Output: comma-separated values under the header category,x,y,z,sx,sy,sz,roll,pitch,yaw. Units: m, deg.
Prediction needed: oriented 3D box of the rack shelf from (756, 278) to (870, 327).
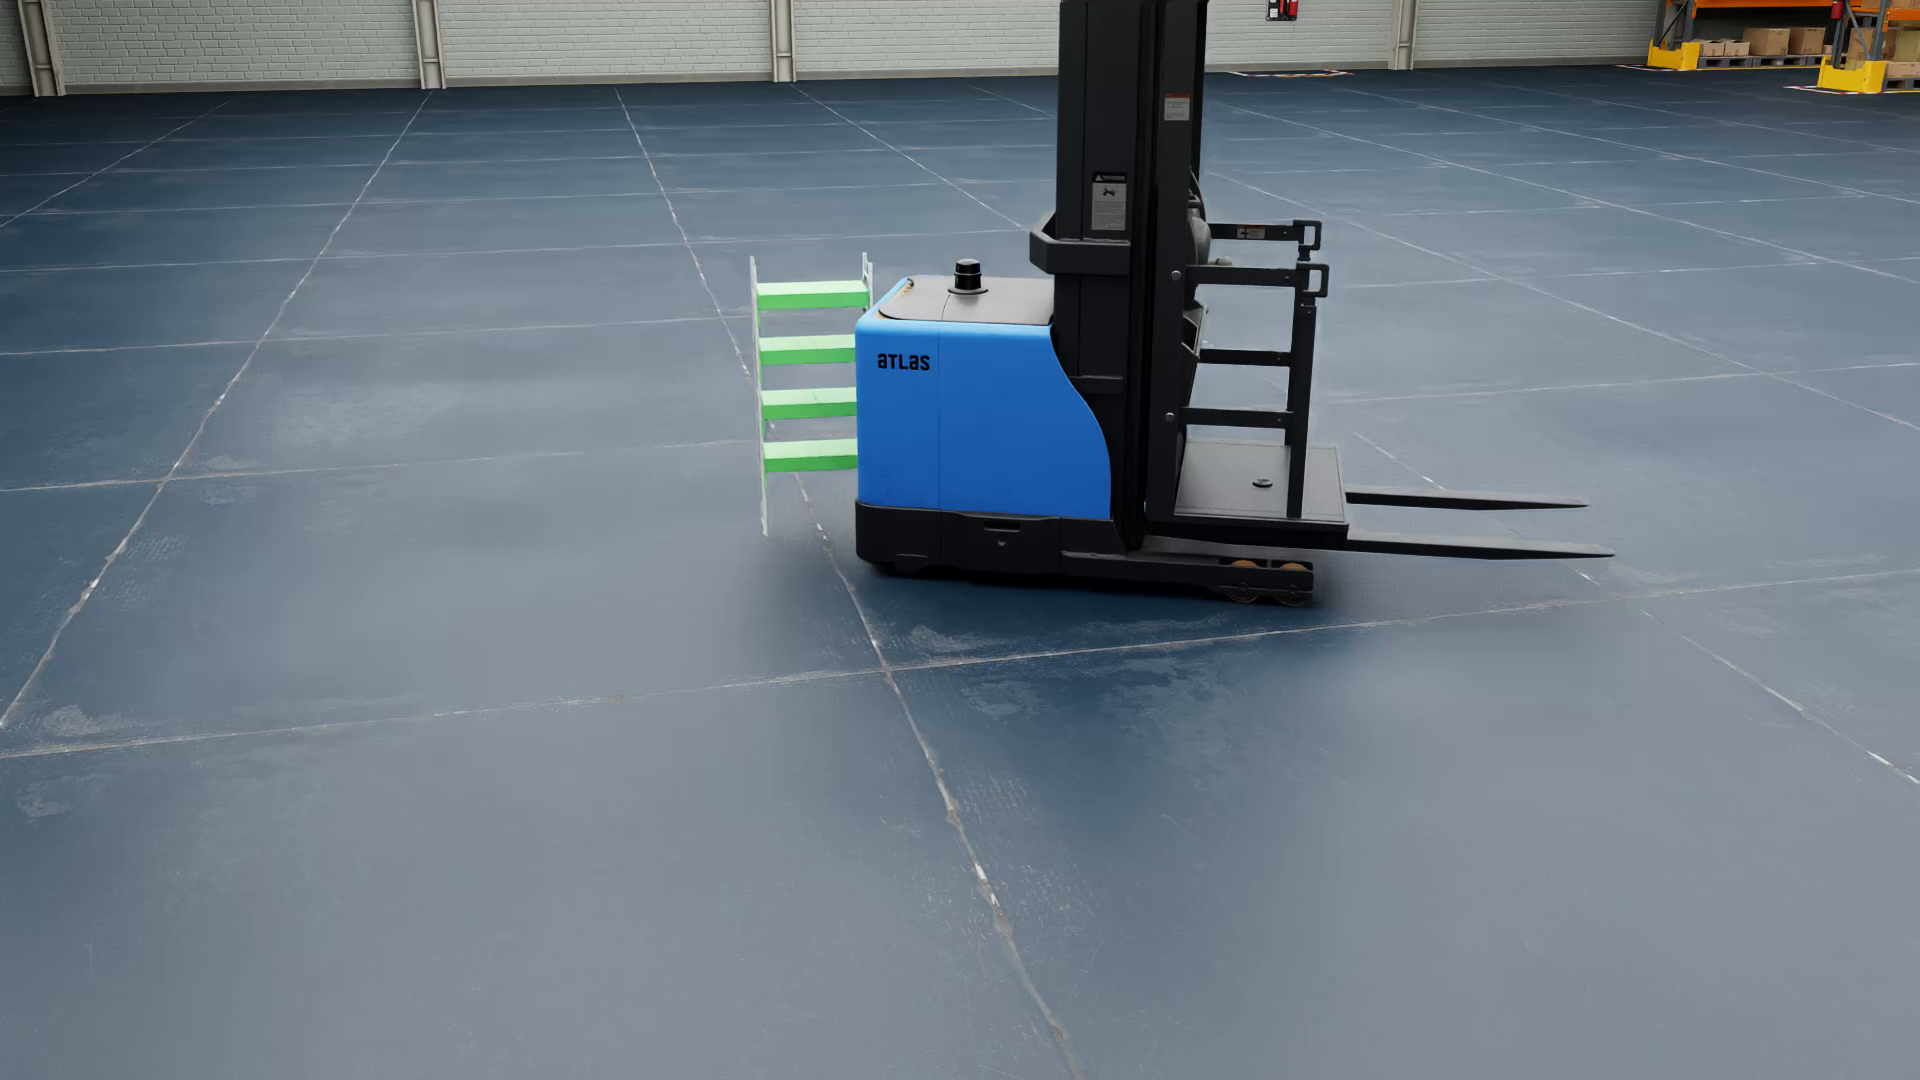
category,x,y,z,sx,sy,sz,roll,pitch,yaw
rack shelf,-0.638,-1.023,7.154,0.480,0.148,0.258,-3,20,-9

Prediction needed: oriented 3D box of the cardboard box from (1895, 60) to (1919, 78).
category,x,y,z,sx,sy,sz,roll,pitch,yaw
cardboard box,16.097,-7.940,28.016,0.500,0.250,0.500,-5,21,-12

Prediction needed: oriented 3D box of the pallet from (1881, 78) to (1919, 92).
category,x,y,z,sx,sy,sz,roll,pitch,yaw
pallet,15.773,-7.790,28.275,1.213,0.211,1.003,-5,21,-12

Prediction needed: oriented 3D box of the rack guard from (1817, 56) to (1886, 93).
category,x,y,z,sx,sy,sz,roll,pitch,yaw
rack guard,15.015,-7.849,28.016,0.348,0.500,1.175,-5,21,-12

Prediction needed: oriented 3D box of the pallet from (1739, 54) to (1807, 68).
category,x,y,z,sx,sy,sz,roll,pitch,yaw
pallet,15.952,-9.527,33.017,1.213,0.211,1.003,-5,21,-12

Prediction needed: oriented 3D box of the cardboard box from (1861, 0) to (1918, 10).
category,x,y,z,sx,sy,sz,roll,pitch,yaw
cardboard box,15.495,-9.105,27.663,0.500,0.500,0.700,-5,21,-12

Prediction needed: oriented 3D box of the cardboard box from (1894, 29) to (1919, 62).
category,x,y,z,sx,sy,sz,roll,pitch,yaw
cardboard box,16.097,-8.292,27.886,0.500,0.500,0.500,-5,21,-12

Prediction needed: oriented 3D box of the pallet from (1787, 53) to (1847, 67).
category,x,y,z,sx,sy,sz,roll,pitch,yaw
pallet,17.142,-9.625,33.284,1.213,0.211,1.003,-5,21,-12

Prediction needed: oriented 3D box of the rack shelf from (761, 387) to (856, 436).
category,x,y,z,sx,sy,sz,roll,pitch,yaw
rack shelf,-0.638,-0.573,7.319,0.480,0.148,0.258,-3,20,-9

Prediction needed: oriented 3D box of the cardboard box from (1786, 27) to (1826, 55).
category,x,y,z,sx,sy,sz,roll,pitch,yaw
cardboard box,16.786,-9.937,33.075,0.500,0.500,0.500,-6,21,-17

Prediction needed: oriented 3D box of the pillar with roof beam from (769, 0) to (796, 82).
category,x,y,z,sx,sy,sz,roll,pitch,yaw
pillar with roof beam,-2.150,-10.979,24.204,0.400,9.000,9.100,-5,21,-12

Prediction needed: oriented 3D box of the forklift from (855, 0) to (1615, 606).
category,x,y,z,sx,sy,sz,roll,pitch,yaw
forklift,1.132,-1.312,6.636,3.031,2.935,1.130,3,20,9

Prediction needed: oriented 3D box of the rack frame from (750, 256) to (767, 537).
category,x,y,z,sx,sy,sz,roll,pitch,yaw
rack frame,-0.879,-0.619,7.261,0.015,1.200,0.240,-3,20,-9

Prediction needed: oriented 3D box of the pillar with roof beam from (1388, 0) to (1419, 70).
category,x,y,z,sx,sy,sz,roll,pitch,yaw
pillar with roof beam,9.528,-11.929,26.797,0.400,9.000,9.100,-5,21,-12

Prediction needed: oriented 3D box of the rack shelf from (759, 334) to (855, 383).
category,x,y,z,sx,sy,sz,roll,pitch,yaw
rack shelf,-0.638,-0.798,7.236,0.480,0.148,0.258,-3,20,-9

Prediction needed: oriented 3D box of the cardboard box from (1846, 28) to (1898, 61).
category,x,y,z,sx,sy,sz,roll,pitch,yaw
cardboard box,15.491,-8.425,28.251,0.500,0.500,0.500,-5,21,-12

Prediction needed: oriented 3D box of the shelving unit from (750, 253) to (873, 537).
category,x,y,z,sx,sy,sz,roll,pitch,yaw
shelving unit,-0.638,-0.633,7.297,0.503,1.200,0.258,-3,20,-9

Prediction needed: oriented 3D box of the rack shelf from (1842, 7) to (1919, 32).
category,x,y,z,sx,sy,sz,roll,pitch,yaw
rack shelf,16.984,-8.846,28.147,4.000,0.370,1.077,-5,21,-12

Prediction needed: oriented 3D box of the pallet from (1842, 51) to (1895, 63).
category,x,y,z,sx,sy,sz,roll,pitch,yaw
pallet,18.544,-9.752,33.631,1.213,0.211,1.003,-5,21,-12

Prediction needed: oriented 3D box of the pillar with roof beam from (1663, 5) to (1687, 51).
category,x,y,z,sx,sy,sz,roll,pitch,yaw
pillar with roof beam,15.367,-12.404,28.093,0.400,9.000,9.100,-5,21,-12

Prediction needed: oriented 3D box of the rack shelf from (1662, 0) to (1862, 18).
category,x,y,z,sx,sy,sz,roll,pitch,yaw
rack shelf,15.841,-10.504,32.673,4.000,0.370,1.077,-5,21,-12

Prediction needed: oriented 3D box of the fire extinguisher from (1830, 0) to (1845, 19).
category,x,y,z,sx,sy,sz,roll,pitch,yaw
fire extinguisher,14.816,-9.135,28.004,0.183,0.674,0.296,-5,21,-12

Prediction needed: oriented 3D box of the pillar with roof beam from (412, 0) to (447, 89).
category,x,y,z,sx,sy,sz,roll,pitch,yaw
pillar with roof beam,-7.989,-10.504,22.907,0.400,9.000,9.100,-5,21,-12

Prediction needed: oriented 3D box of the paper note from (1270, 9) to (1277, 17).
category,x,y,z,sx,sy,sz,roll,pitch,yaw
paper note,5.936,-9.966,31.440,0.142,0.148,0.016,-5,21,-12

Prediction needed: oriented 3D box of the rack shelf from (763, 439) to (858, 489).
category,x,y,z,sx,sy,sz,roll,pitch,yaw
rack shelf,-0.638,-0.347,7.401,0.480,0.148,0.258,-3,20,-9

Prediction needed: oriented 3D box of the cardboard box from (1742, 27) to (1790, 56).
category,x,y,z,sx,sy,sz,roll,pitch,yaw
cardboard box,15.869,-9.827,32.775,0.500,0.500,0.700,-6,21,-16

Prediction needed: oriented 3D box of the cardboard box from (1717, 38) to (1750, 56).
category,x,y,z,sx,sy,sz,roll,pitch,yaw
cardboard box,15.143,-9.697,32.694,0.500,0.311,0.500,-3,20,-8

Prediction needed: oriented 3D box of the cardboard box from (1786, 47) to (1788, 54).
category,x,y,z,sx,sy,sz,roll,pitch,yaw
cardboard box,16.226,-9.748,33.069,0.250,0.149,0.380,-6,21,-17

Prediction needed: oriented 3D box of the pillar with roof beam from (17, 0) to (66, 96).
category,x,y,z,sx,sy,sz,roll,pitch,yaw
pillar with roof beam,-13.828,-10.029,21.611,0.400,9.000,9.100,-5,21,-12

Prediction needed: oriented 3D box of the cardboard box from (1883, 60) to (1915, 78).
category,x,y,z,sx,sy,sz,roll,pitch,yaw
cardboard box,15.611,-7.899,27.905,0.500,0.250,0.500,-5,21,-12

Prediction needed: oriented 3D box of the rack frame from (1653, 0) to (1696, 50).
category,x,y,z,sx,sy,sz,roll,pitch,yaw
rack frame,13.894,-10.683,32.117,0.127,3.000,1.000,-5,21,-12

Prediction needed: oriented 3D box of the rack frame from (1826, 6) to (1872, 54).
category,x,y,z,sx,sy,sz,roll,pitch,yaw
rack frame,17.787,-11.000,32.981,0.127,3.000,1.000,-5,21,-12

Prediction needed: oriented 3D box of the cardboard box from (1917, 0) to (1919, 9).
category,x,y,z,sx,sy,sz,roll,pitch,yaw
cardboard box,16.005,-9.148,27.781,0.500,0.500,0.700,-4,21,-11

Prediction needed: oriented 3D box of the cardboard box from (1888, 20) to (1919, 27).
category,x,y,z,sx,sy,sz,roll,pitch,yaw
cardboard box,18.927,-10.484,33.479,0.500,0.250,0.500,-5,21,-14

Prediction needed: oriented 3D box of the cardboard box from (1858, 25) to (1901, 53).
category,x,y,z,sx,sy,sz,roll,pitch,yaw
cardboard box,18.500,-10.096,33.510,0.500,0.500,0.700,-4,20,-11

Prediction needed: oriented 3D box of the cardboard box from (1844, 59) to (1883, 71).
category,x,y,z,sx,sy,sz,roll,pitch,yaw
cardboard box,15.492,-8.073,28.378,0.500,0.250,0.500,-5,21,-12

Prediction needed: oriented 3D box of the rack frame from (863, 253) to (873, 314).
category,x,y,z,sx,sy,sz,roll,pitch,yaw
rack frame,-0.397,-0.646,7.333,0.015,1.200,0.240,-3,20,-9

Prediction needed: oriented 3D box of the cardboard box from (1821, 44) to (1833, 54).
category,x,y,z,sx,sy,sz,roll,pitch,yaw
cardboard box,17.273,-9.823,33.250,0.250,0.166,0.380,-7,21,-20

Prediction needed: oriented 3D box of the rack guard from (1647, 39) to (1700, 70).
category,x,y,z,sx,sy,sz,roll,pitch,yaw
rack guard,13.968,-9.515,32.564,0.348,0.500,1.175,-5,21,-12

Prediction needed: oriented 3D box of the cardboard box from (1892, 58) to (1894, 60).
category,x,y,z,sx,sy,sz,roll,pitch,yaw
cardboard box,15.976,-8.116,28.497,0.500,0.250,0.500,-5,21,-12

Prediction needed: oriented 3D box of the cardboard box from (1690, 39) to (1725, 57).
category,x,y,z,sx,sy,sz,roll,pitch,yaw
cardboard box,14.588,-9.652,32.571,0.500,0.311,0.500,-7,21,-19

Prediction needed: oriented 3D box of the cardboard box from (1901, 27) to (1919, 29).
category,x,y,z,sx,sy,sz,roll,pitch,yaw
cardboard box,16.461,-8.509,28.480,0.500,0.500,0.500,-5,21,-12

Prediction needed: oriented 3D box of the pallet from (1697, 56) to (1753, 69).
category,x,y,z,sx,sy,sz,roll,pitch,yaw
pallet,14.767,-9.432,32.756,1.213,0.211,1.003,-5,21,-12

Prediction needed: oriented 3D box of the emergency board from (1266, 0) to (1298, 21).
category,x,y,z,sx,sy,sz,roll,pitch,yaw
emergency board,6.124,-10.370,31.263,0.643,1.169,0.194,-5,21,-12

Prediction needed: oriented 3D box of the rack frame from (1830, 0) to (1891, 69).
category,x,y,z,sx,sy,sz,roll,pitch,yaw
rack frame,15.038,-9.025,27.591,0.127,3.000,1.000,-5,21,-12
